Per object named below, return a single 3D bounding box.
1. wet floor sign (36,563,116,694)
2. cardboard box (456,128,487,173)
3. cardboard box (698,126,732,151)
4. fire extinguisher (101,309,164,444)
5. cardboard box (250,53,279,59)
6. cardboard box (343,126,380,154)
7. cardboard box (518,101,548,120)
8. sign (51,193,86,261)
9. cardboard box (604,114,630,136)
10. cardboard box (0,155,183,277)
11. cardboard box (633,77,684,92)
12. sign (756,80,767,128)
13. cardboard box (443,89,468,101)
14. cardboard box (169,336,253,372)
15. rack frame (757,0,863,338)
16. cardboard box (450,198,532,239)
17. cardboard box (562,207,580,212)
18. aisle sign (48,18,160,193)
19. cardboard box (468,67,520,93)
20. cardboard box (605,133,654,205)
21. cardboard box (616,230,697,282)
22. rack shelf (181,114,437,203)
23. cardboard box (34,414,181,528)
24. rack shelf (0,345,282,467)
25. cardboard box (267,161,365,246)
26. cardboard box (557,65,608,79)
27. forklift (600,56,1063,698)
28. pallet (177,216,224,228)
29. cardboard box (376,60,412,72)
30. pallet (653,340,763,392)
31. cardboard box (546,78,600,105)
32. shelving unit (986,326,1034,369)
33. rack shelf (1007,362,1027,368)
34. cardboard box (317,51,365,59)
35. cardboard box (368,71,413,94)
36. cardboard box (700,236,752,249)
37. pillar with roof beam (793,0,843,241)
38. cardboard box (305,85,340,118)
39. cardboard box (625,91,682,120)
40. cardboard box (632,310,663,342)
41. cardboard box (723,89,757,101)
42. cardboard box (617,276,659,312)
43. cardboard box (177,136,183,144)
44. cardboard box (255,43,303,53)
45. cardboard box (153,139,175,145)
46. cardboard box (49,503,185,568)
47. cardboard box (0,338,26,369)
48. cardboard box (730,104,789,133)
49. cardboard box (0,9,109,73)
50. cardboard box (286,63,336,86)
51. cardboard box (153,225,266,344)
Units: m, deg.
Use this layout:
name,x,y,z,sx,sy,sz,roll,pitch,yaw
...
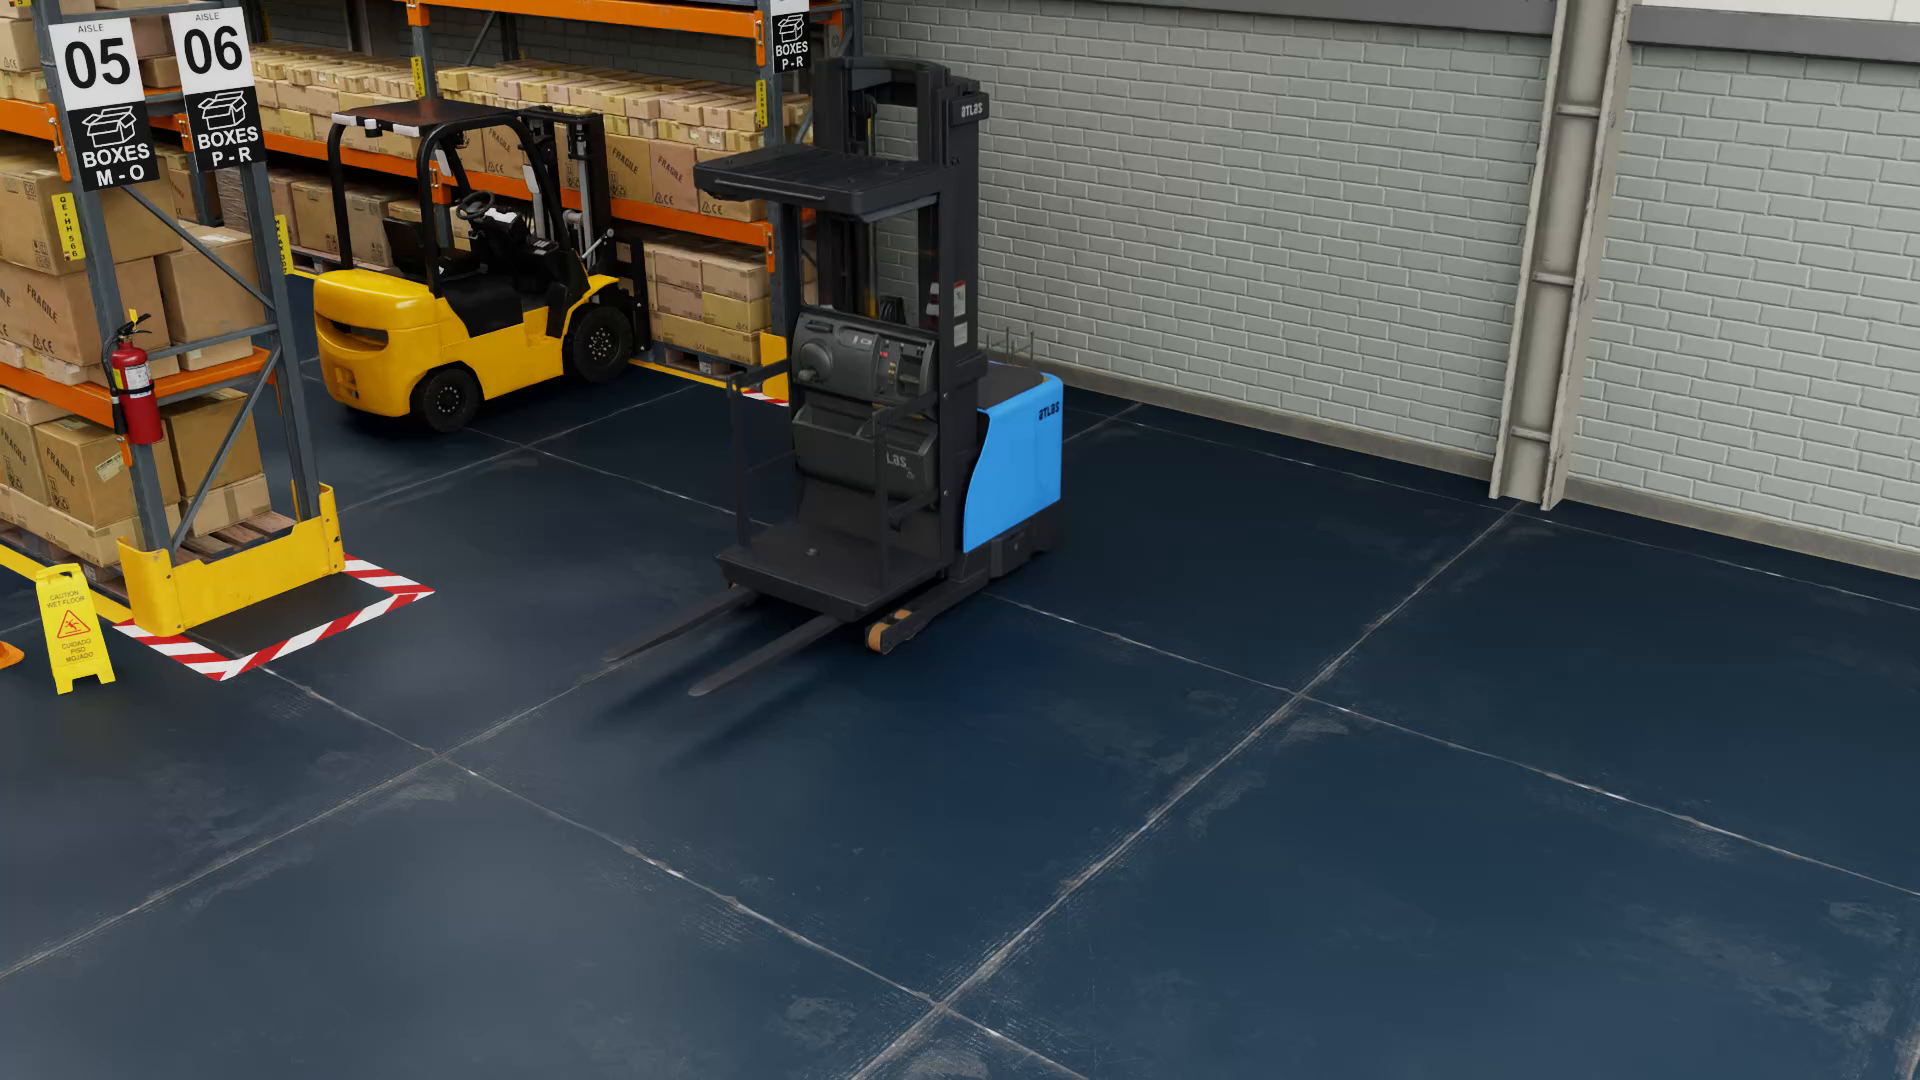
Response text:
name,x,y,z,sx,sy,sz,roll,pitch,yaw
wet floor sign,-4.540,0.424,8.487,0.267,0.644,0.232,-15,28,-30
cardboard box,-4.078,-3.468,14.277,0.500,0.500,0.500,16,28,32
cardboard box,-1.744,-3.035,12.490,0.250,0.149,0.380,17,29,34
fire extinguisher,-4.235,-0.833,8.516,0.183,0.674,0.296,17,29,33
cardboard box,-6.747,-4.575,15.984,0.250,0.149,0.380,17,29,34
cardboard box,-5.243,-3.703,15.119,0.500,0.250,0.500,17,29,33
cardboard box,-3.384,-3.531,13.616,0.250,0.149,0.380,16,29,33
sign,-4.399,-1.545,8.208,0.005,0.325,0.100,17,29,33
cardboard box,-2.563,-3.285,13.057,0.250,0.149,0.380,17,29,34
cardboard box,-4.590,-1.737,8.739,0.500,0.500,0.700,16,28,32
cardboard box,-2.437,-3.659,13.537,0.250,0.149,0.380,17,29,34
sign,-1.413,-3.113,11.866,0.005,0.325,0.100,17,29,33
cardboard box,-4.180,-3.795,14.214,0.250,0.149,0.380,16,29,32
cardboard box,-4.198,-1.078,9.289,0.250,0.149,0.380,17,29,33
rack frame,-1.076,-2.647,12.537,0.127,3.000,1.000,17,29,33
cardboard box,-4.078,-2.787,14.505,0.500,0.250,0.500,16,29,33
cardboard box,-3.353,-2.831,14.605,0.500,0.250,0.500,16,29,33
aisle sign,-4.175,-2.126,8.130,0.004,0.787,0.394,17,29,33
cardboard box,-3.926,-3.892,14.065,0.250,0.149,0.380,17,29,34
cardboard box,-2.447,-2.979,13.167,0.500,0.500,0.500,16,29,32
cardboard box,-2.454,-2.289,13.375,0.500,0.250,0.500,17,29,34
rack shelf,-5.877,-3.769,15.975,4.000,0.370,1.077,17,29,33
cardboard box,-4.848,-0.431,9.468,0.500,0.500,0.500,17,29,34
rack shelf,-5.651,-1.199,10.143,4.000,0.370,1.077,17,29,33
cardboard box,-6.459,-3.376,16.617,0.625,0.625,0.875,18,29,35
cardboard box,-3.207,-3.939,14.172,0.250,0.149,0.380,16,28,32
forklift,-0.649,-0.956,8.784,1.130,2.935,3.031,16,29,33
pallet,-8.052,-3.498,17.927,1.213,0.211,1.003,17,29,33
cardboard box,-5.213,-4.377,15.535,0.250,0.149,0.380,17,29,33
pallet,-1.713,-1.542,13.488,1.213,0.211,1.003,17,29,33
cardboard box,-3.121,-3.634,13.480,0.250,0.149,0.380,17,29,33
shelving unit,0.306,-0.710,10.374,0.189,1.200,0.258,16,28,31
rack shelf,0.306,-0.999,10.247,0.180,0.103,0.258,16,28,31
cardboard box,-5.999,-4.643,16.138,0.250,0.149,0.380,16,29,32
cardboard box,-5.065,-4.100,14.908,0.250,0.149,0.380,17,29,33
cardboard box,-1.749,-2.335,13.479,0.500,0.250,0.500,17,29,33
pillar with roof beam,-3.675,-4.462,9.217,0.400,9.000,9.100,17,29,33
cardboard box,-5.645,-4.058,15.306,0.500,0.250,0.500,17,29,34
cardboard box,-2.360,-3.360,12.858,0.250,0.149,0.380,18,29,35
cardboard box,-2.429,-1.840,13.594,0.500,0.250,0.500,17,29,34
cardboard box,-1.626,-3.409,12.970,0.250,0.149,0.380,17,29,34
cardboard box,-2.474,-2.069,13.495,0.500,0.250,0.500,16,28,32
cardboard box,-8.314,-4.356,18.191,0.250,0.149,0.380,15,28,31
cardboard box,-6.820,-4.883,16.685,0.250,0.149,0.380,18,29,35
cardboard box,-8.630,-4.177,17.784,0.250,0.149,0.380,18,29,35
cardboard box,-4.878,-0.093,9.630,0.500,0.250,0.500,17,29,33
cardboard box,-5.163,-1.098,9.333,0.250,0.149,0.380,17,29,34
cardboard box,-1.489,-3.144,12.368,0.250,0.149,0.380,17,29,33
cardboard box,-4.621,-2.521,8.349,0.500,0.250,0.500,16,29,33
cardboard box,-5.982,-4.306,15.375,0.250,0.149,0.380,16,28,32
cardboard box,-4.263,-1.430,9.283,0.500,0.500,0.500,16,29,33
